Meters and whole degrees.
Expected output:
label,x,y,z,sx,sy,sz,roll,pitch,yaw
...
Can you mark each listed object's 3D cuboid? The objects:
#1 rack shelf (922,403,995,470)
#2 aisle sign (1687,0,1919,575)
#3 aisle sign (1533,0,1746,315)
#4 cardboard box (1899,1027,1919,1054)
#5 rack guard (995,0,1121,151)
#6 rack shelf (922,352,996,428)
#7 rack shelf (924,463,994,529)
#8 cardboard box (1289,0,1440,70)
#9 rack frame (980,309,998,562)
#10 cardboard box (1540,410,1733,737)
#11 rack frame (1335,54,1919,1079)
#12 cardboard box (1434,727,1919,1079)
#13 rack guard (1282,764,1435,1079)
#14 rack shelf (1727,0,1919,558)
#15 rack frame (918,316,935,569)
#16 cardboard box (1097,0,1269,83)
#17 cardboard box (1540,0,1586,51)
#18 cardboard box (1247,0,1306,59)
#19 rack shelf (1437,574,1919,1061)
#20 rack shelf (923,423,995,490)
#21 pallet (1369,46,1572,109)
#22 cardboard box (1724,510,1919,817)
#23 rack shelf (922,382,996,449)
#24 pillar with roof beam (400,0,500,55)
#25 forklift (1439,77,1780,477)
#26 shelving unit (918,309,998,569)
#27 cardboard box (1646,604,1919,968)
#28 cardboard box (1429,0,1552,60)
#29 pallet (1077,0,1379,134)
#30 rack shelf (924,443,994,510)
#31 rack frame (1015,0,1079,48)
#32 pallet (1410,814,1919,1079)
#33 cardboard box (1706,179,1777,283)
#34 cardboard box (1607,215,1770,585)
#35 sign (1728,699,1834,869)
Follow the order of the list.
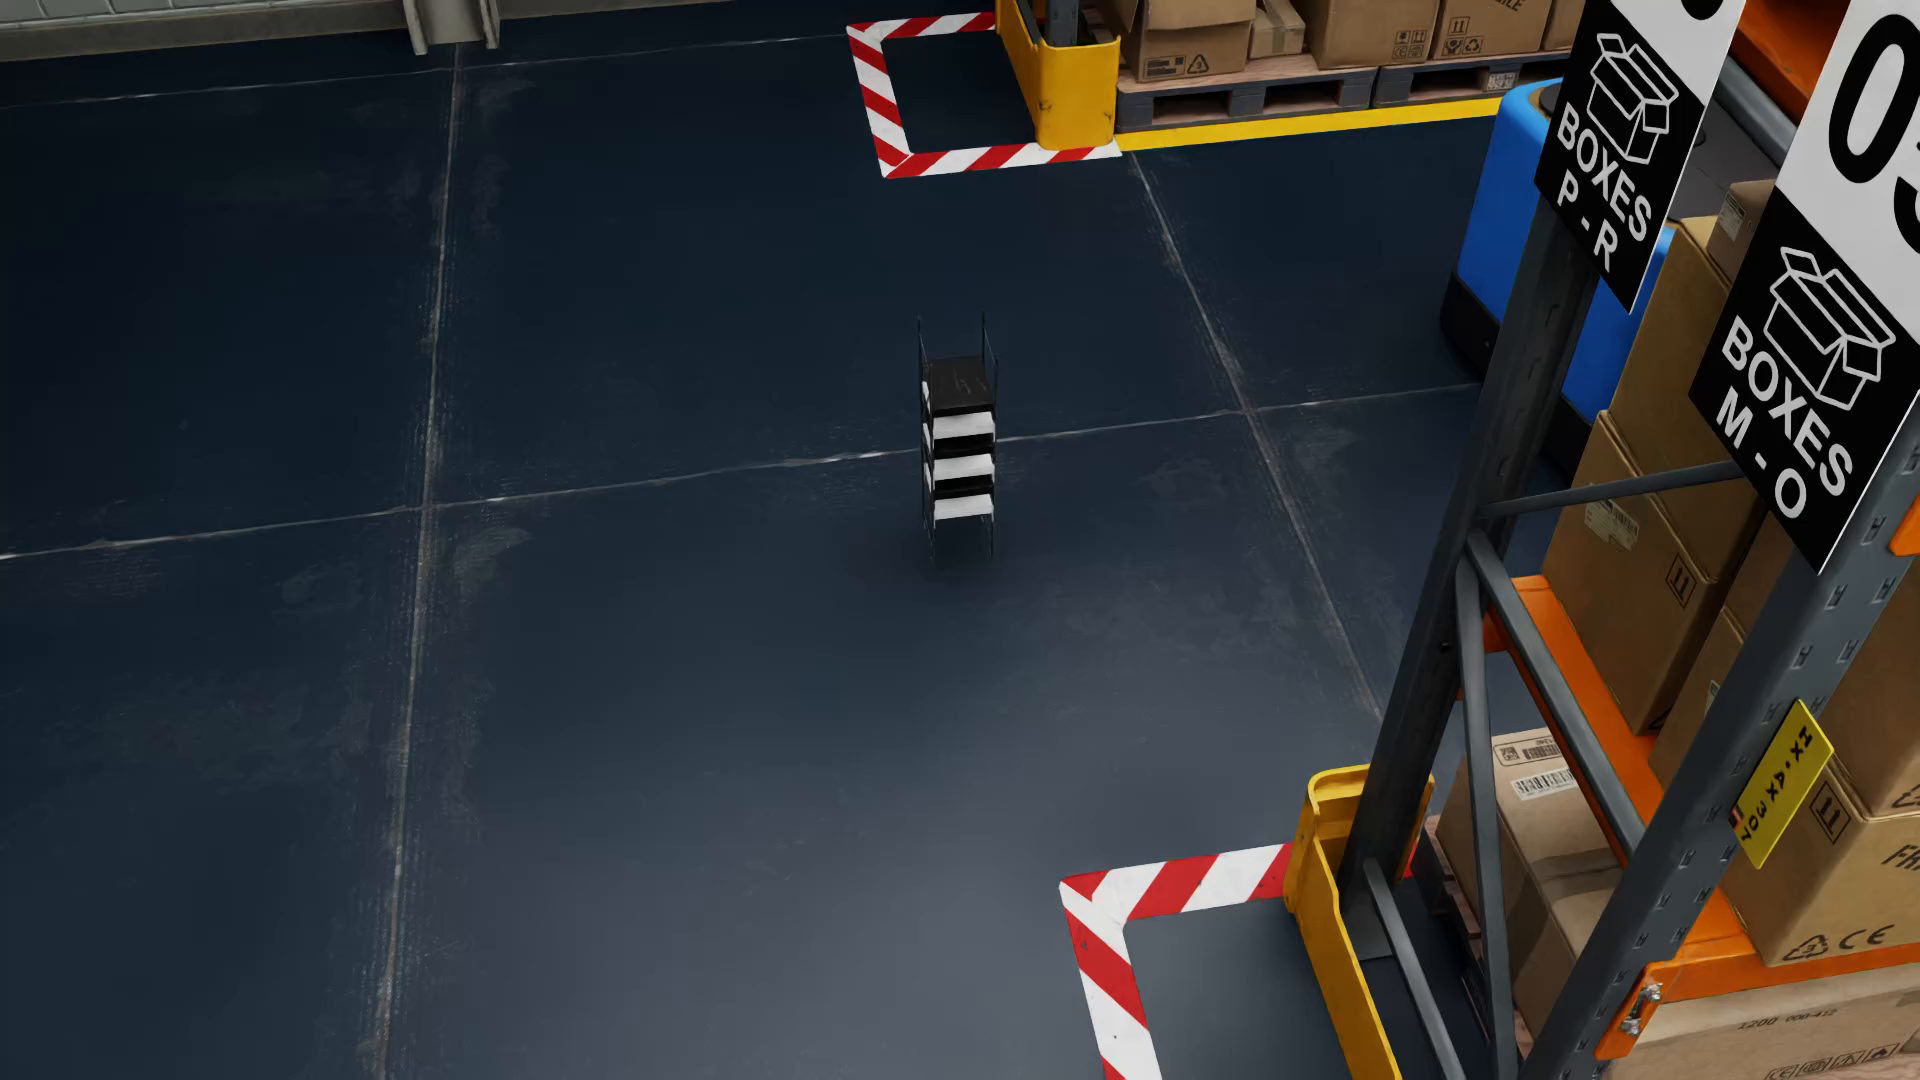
label,x,y,z,sx,sy,sz,roll,pitch,yaw
rack shelf,-0.008,-0.351,5.384,0.200,0.077,0.258,-7,46,-7
aisle sign,1.185,-0.363,2.211,0.004,0.787,0.394,-7,46,-7
aisle sign,1.083,-0.789,2.622,0.004,0.787,0.394,-7,46,-7
cardboard box,2.740,0.797,4.386,0.875,0.438,0.875,-6,46,-6
rack guard,0.431,-2.339,7.657,0.348,0.500,1.175,-7,46,-7
rack shelf,-0.008,-0.475,5.255,0.200,0.077,0.258,-7,46,-7
rack shelf,-0.008,-0.163,5.579,0.200,0.077,0.258,-7,46,-7
cardboard box,1.824,-2.561,7.579,0.500,0.500,0.700,-5,46,-5
rack frame,0.092,-0.324,5.437,0.006,0.900,0.240,-7,46,-7
cardboard box,1.637,0.043,3.556,0.500,0.500,0.500,-7,46,-7
rack frame,1.207,0.324,3.354,0.127,3.000,1.000,-7,46,-7
cardboard box,1.840,0.916,4.272,0.875,0.438,0.875,-9,47,-8
rack guard,1.183,1.195,4.252,0.348,0.500,1.175,-7,46,-7
rack shelf,3.177,-0.712,2.770,4.000,0.370,1.077,-7,46,-7
rack frame,-0.108,-0.299,5.413,0.006,0.900,0.240,-7,46,-7
cardboard box,0.975,-2.485,7.503,0.637,0.503,0.797,-9,47,-8
cardboard box,2.847,-2.688,7.701,0.500,0.500,0.700,-9,47,-8
cardboard box,1.401,-2.386,7.654,0.250,0.149,0.380,-9,47,-8
rack shelf,3.177,0.329,3.850,4.000,0.370,1.077,-7,46,-7
rack shelf,-0.008,-0.288,5.449,0.200,0.077,0.258,-7,46,-7
pallet,2.416,-2.485,7.998,1.213,0.211,1.003,-7,46,-7
cardboard box,1.728,0.086,2.820,0.500,0.500,0.500,-8,47,-8
rack shelf,-0.008,-0.413,5.319,0.200,0.077,0.258,-7,46,-7
pillar with roof beam,-1.720,-2.532,1.941,0.400,9.000,9.100,-7,46,-7
forklift,3.440,-1.853,5.500,3.031,2.935,1.130,-14,48,-13
shelving unit,-0.008,-0.311,5.425,0.210,0.900,0.258,-7,46,-7
cardboard box,1.729,0.435,3.179,0.500,0.500,0.500,-7,47,-7
cardboard box,2.362,-2.555,7.573,0.500,0.500,0.500,-6,46,-6
pallet,1.217,-2.337,7.856,1.213,0.211,1.003,-7,46,-7
rack shelf,-0.008,-0.226,5.514,0.200,0.077,0.258,-7,46,-7
rack frame,0.357,-3.197,6.747,0.127,3.000,1.000,-7,46,-7
pallet,1.981,1.138,4.507,1.213,0.211,1.003,-7,46,-7
cardboard box,1.526,-0.468,2.904,0.250,0.149,0.380,-7,46,-6
cardboard box,1.641,-0.285,3.178,0.500,0.500,0.500,-6,46,-5
sign,1.295,0.391,2.634,0.005,0.325,0.100,-7,46,-7
